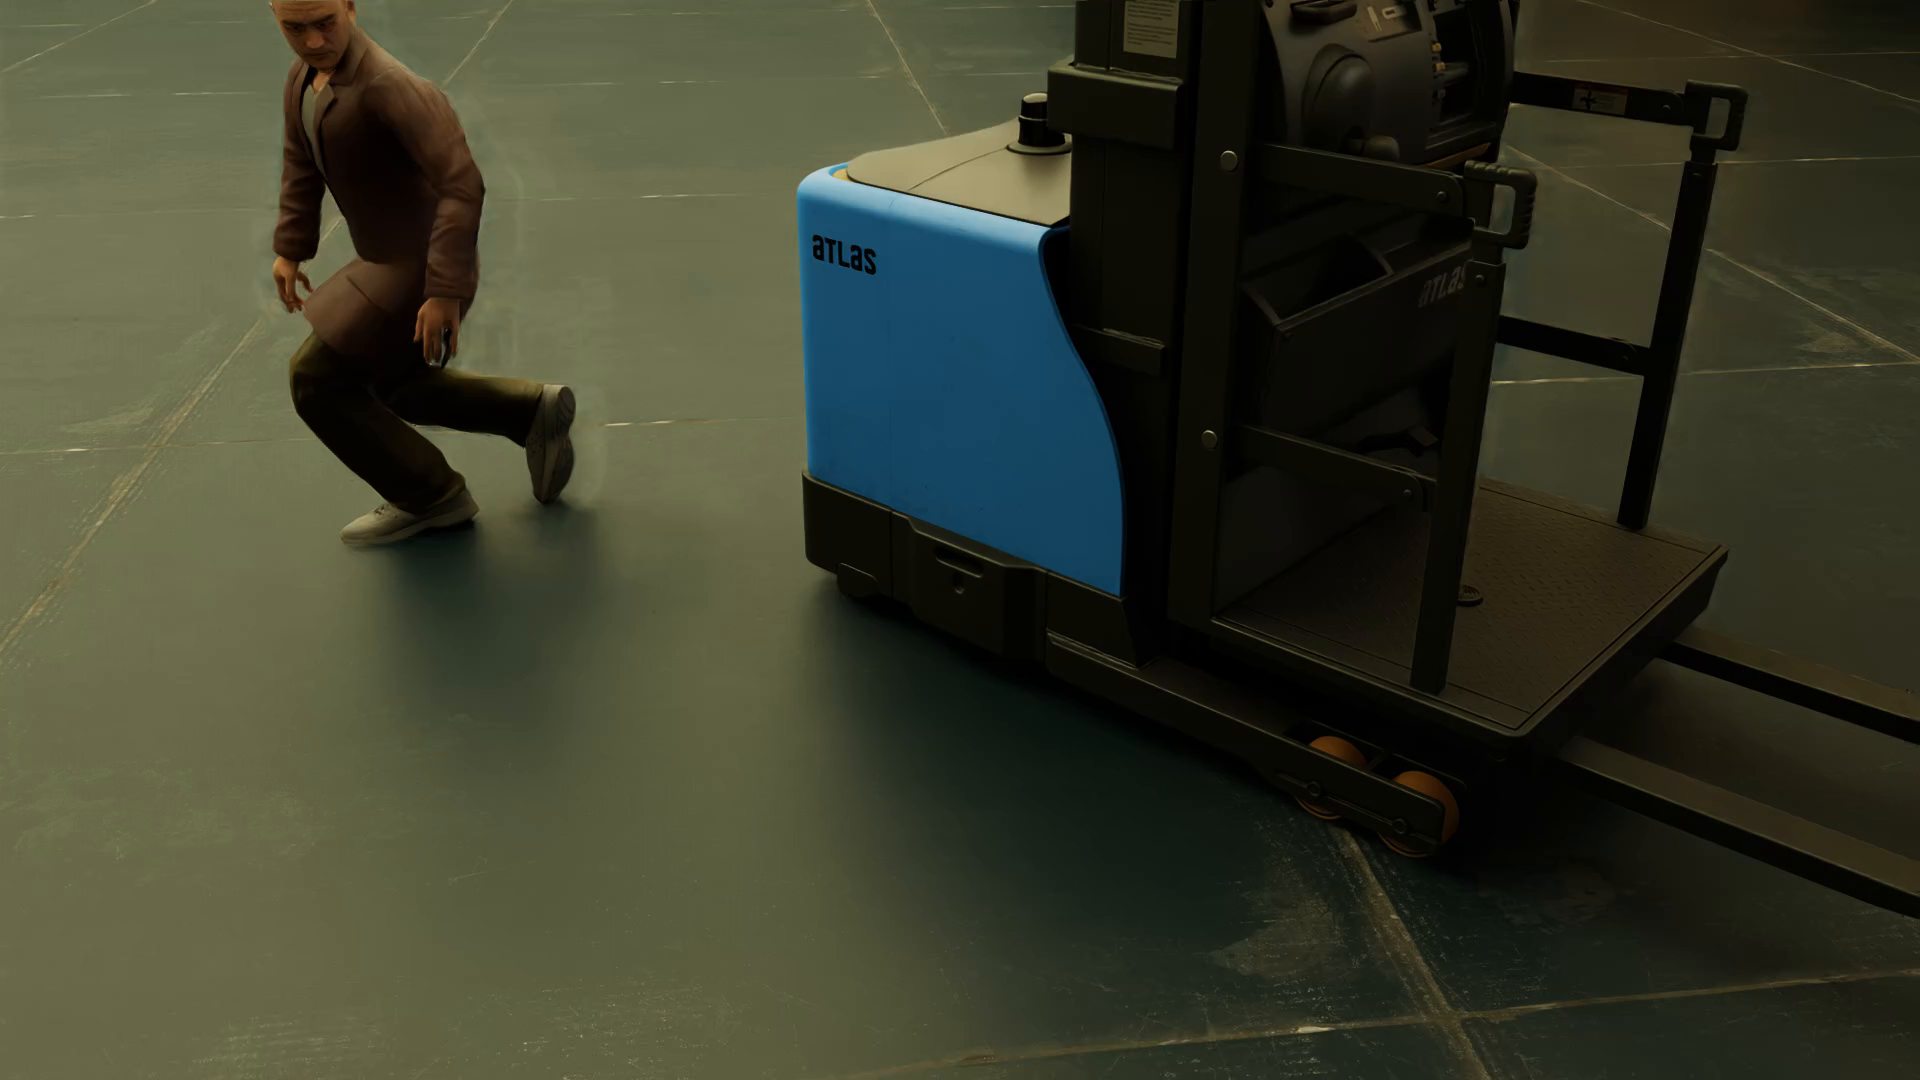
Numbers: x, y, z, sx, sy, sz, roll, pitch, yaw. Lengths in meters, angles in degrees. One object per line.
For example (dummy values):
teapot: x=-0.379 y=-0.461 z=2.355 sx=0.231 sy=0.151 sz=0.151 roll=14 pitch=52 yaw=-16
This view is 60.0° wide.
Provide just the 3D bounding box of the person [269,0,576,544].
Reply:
person: x=-1.431 y=-0.660 z=4.415 sx=0.749 sy=1.398 sz=0.744 roll=-9 pitch=27 yaw=-17

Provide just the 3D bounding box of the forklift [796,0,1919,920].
forklift: x=1.028 y=-0.949 z=3.199 sx=3.031 sy=2.935 sz=1.130 roll=21 pitch=33 yaw=37
